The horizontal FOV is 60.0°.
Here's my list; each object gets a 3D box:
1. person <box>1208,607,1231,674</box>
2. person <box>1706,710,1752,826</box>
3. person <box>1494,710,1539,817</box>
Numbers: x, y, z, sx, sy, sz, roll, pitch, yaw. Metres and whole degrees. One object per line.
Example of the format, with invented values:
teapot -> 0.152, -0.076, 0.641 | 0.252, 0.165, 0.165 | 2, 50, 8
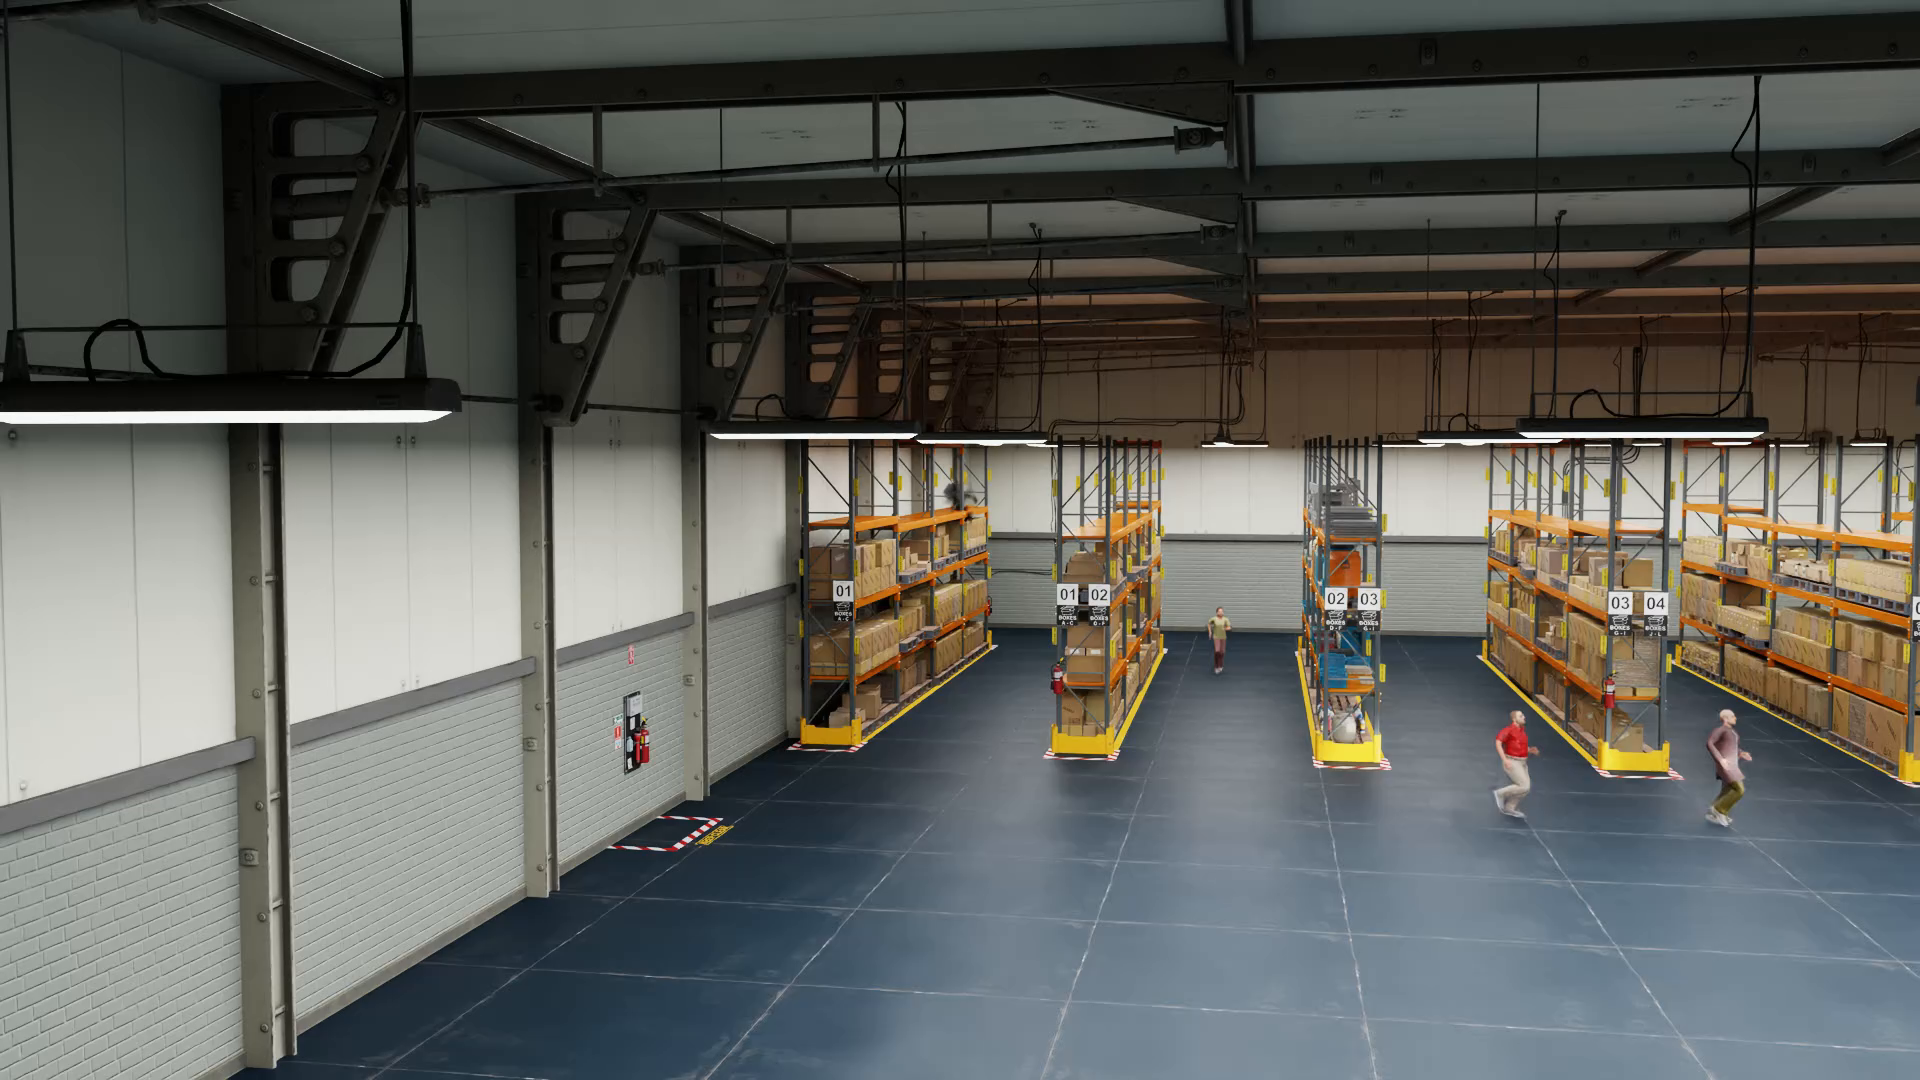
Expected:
person -> 6.672, 2.578, 42.729 | 0.544, 1.725, 0.732 | 0, 3, -2
person -> 11.719, 3.484, 25.359 | 0.622, 1.790, 0.697 | 2, 4, 37
person -> 8.679, 3.482, 25.879 | 0.597, 1.664, 0.665 | 3, 4, 43
